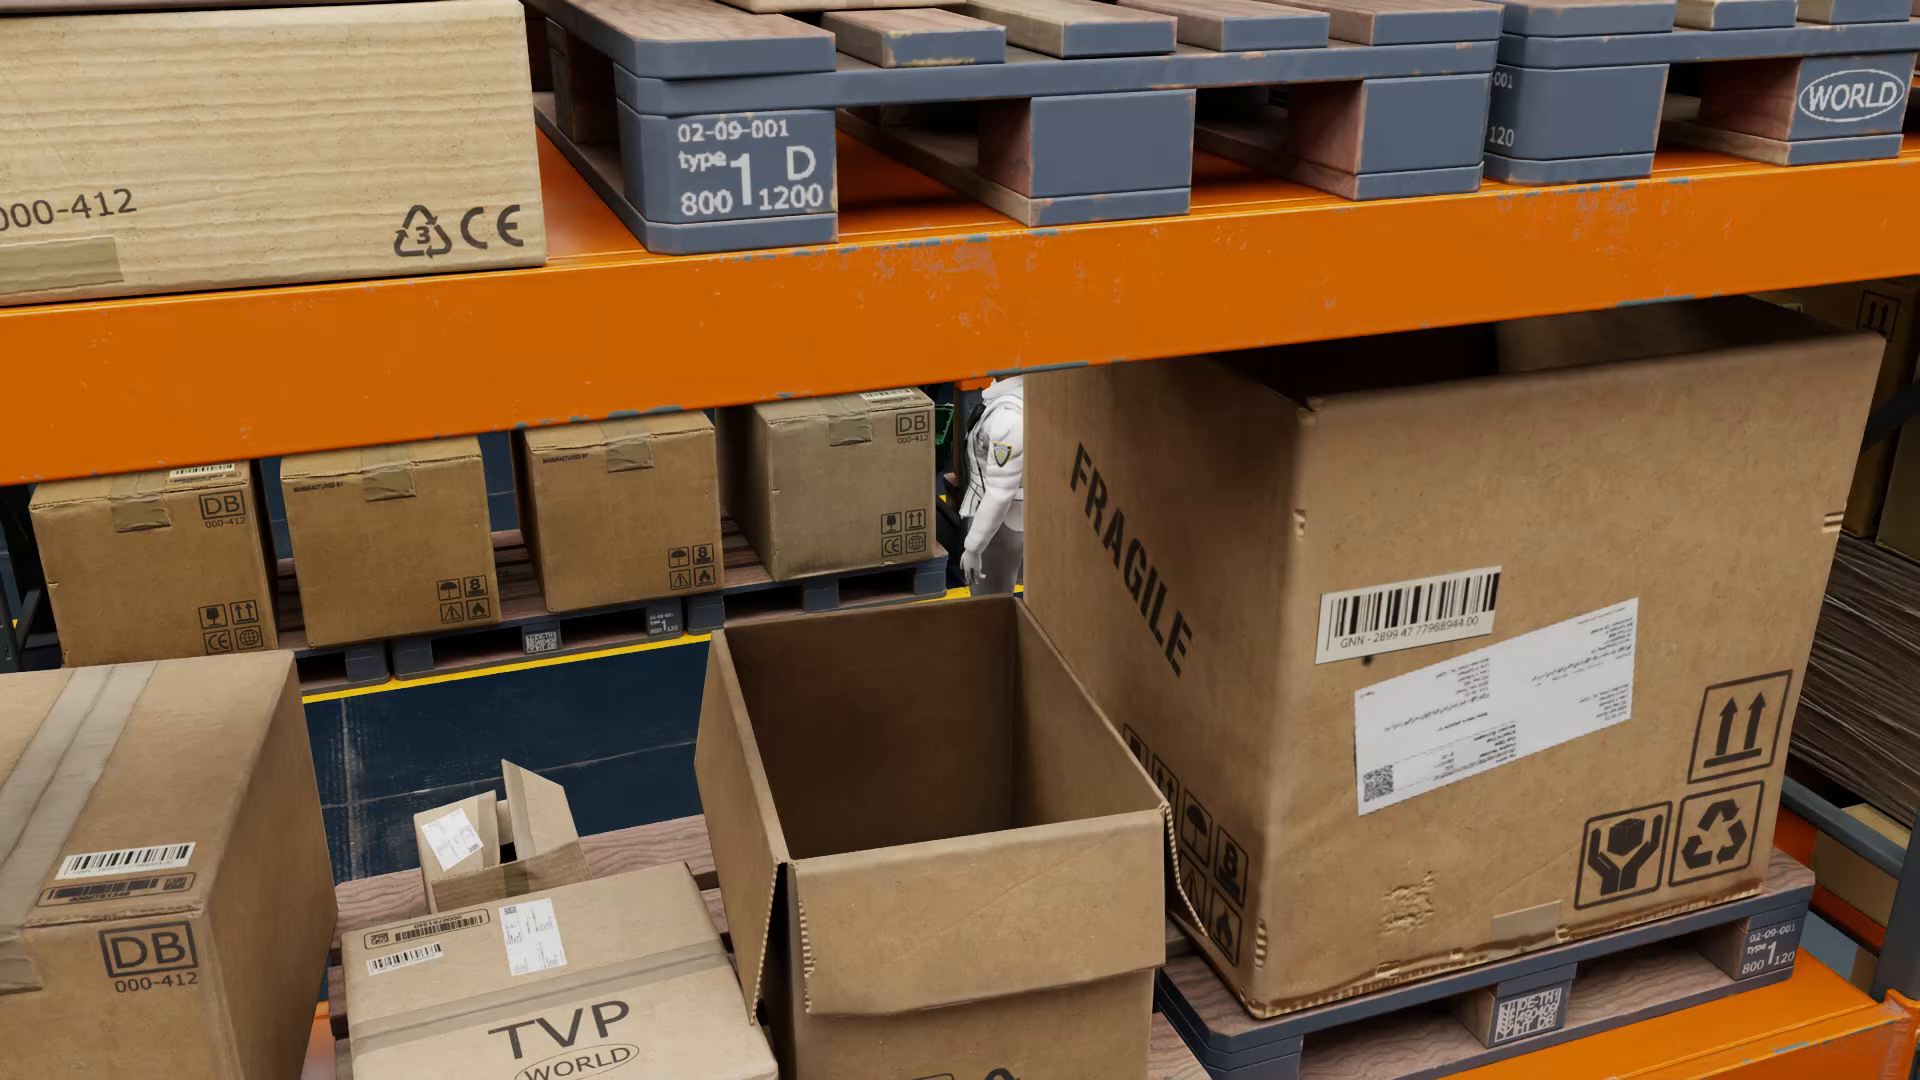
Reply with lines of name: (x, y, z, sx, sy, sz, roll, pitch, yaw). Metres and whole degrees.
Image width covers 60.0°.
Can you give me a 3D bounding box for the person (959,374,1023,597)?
person: (0.080, -0.065, 6.183, 0.532, 1.694, 0.586, 5, 23, 11)
